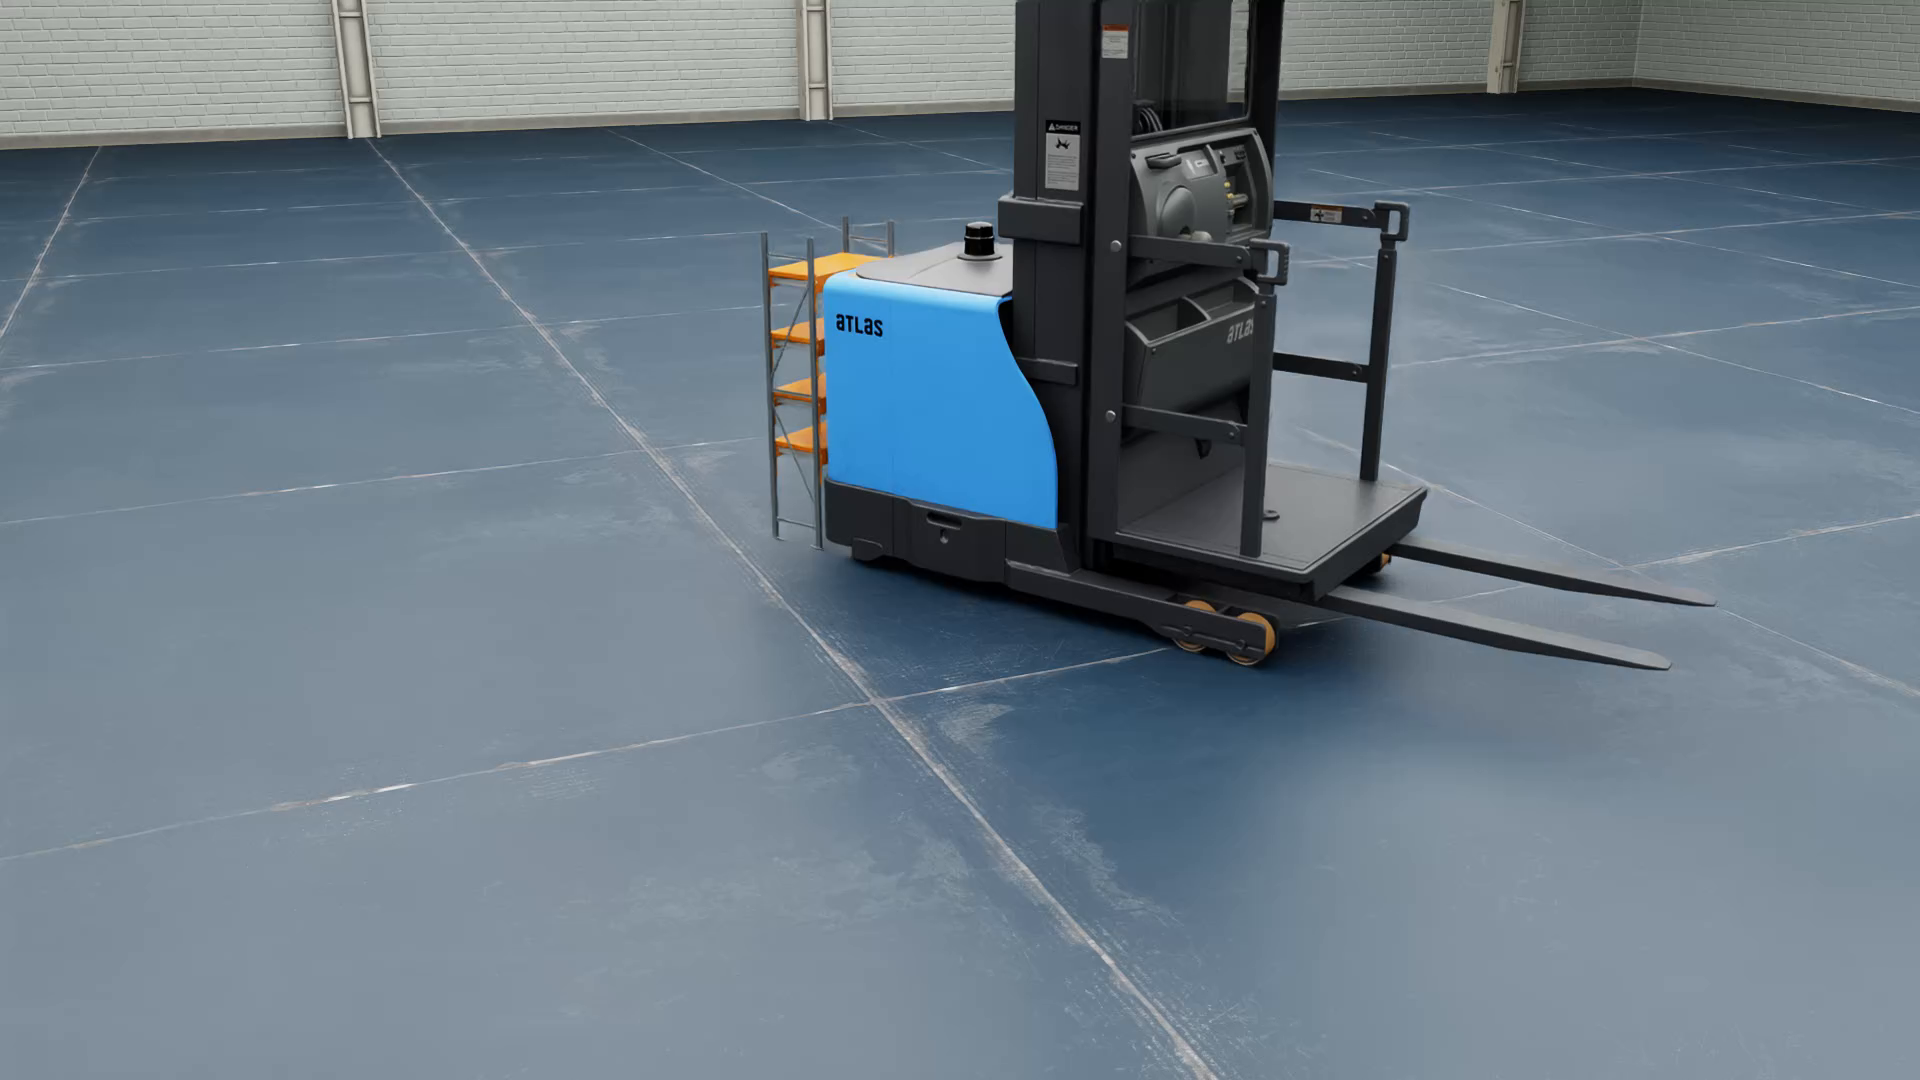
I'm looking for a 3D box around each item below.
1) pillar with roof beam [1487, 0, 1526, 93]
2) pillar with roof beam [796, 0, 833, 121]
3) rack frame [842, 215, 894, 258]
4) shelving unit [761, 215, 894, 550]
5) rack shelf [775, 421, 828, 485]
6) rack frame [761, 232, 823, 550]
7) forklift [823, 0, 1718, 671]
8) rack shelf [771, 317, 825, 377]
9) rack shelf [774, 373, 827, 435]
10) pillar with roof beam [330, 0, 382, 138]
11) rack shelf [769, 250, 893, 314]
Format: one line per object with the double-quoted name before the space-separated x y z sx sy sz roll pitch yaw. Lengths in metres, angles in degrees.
"pillar with roof beam" 10.716 -10.387 22.472 0.400 9.000 9.100 -8 21 -22
"pillar with roof beam" -0.303 -8.808 17.989 0.400 9.000 9.100 -8 21 -22
"rack frame" -0.358 -0.684 6.659 0.240 1.200 0.015 13 23 32
"shelving unit" -0.496 -0.618 6.469 0.258 1.200 0.503 13 23 32
"rack shelf" -0.496 -0.367 6.558 0.258 0.148 0.480 13 23 32
"rack frame" -0.633 -0.551 6.279 0.240 1.200 0.015 13 23 32
"forklift" 0.988 -1.178 5.453 3.031 2.935 1.130 13 23 33
"rack shelf" -0.496 -0.765 6.417 0.258 0.148 0.480 13 23 32
"rack shelf" -0.496 -0.554 6.492 0.258 0.148 0.480 13 23 32
"pillar with roof beam" -5.812 -8.019 15.747 0.400 9.000 9.100 -8 21 -22
"rack shelf" -0.496 -0.988 6.339 0.258 0.148 0.480 13 23 32
